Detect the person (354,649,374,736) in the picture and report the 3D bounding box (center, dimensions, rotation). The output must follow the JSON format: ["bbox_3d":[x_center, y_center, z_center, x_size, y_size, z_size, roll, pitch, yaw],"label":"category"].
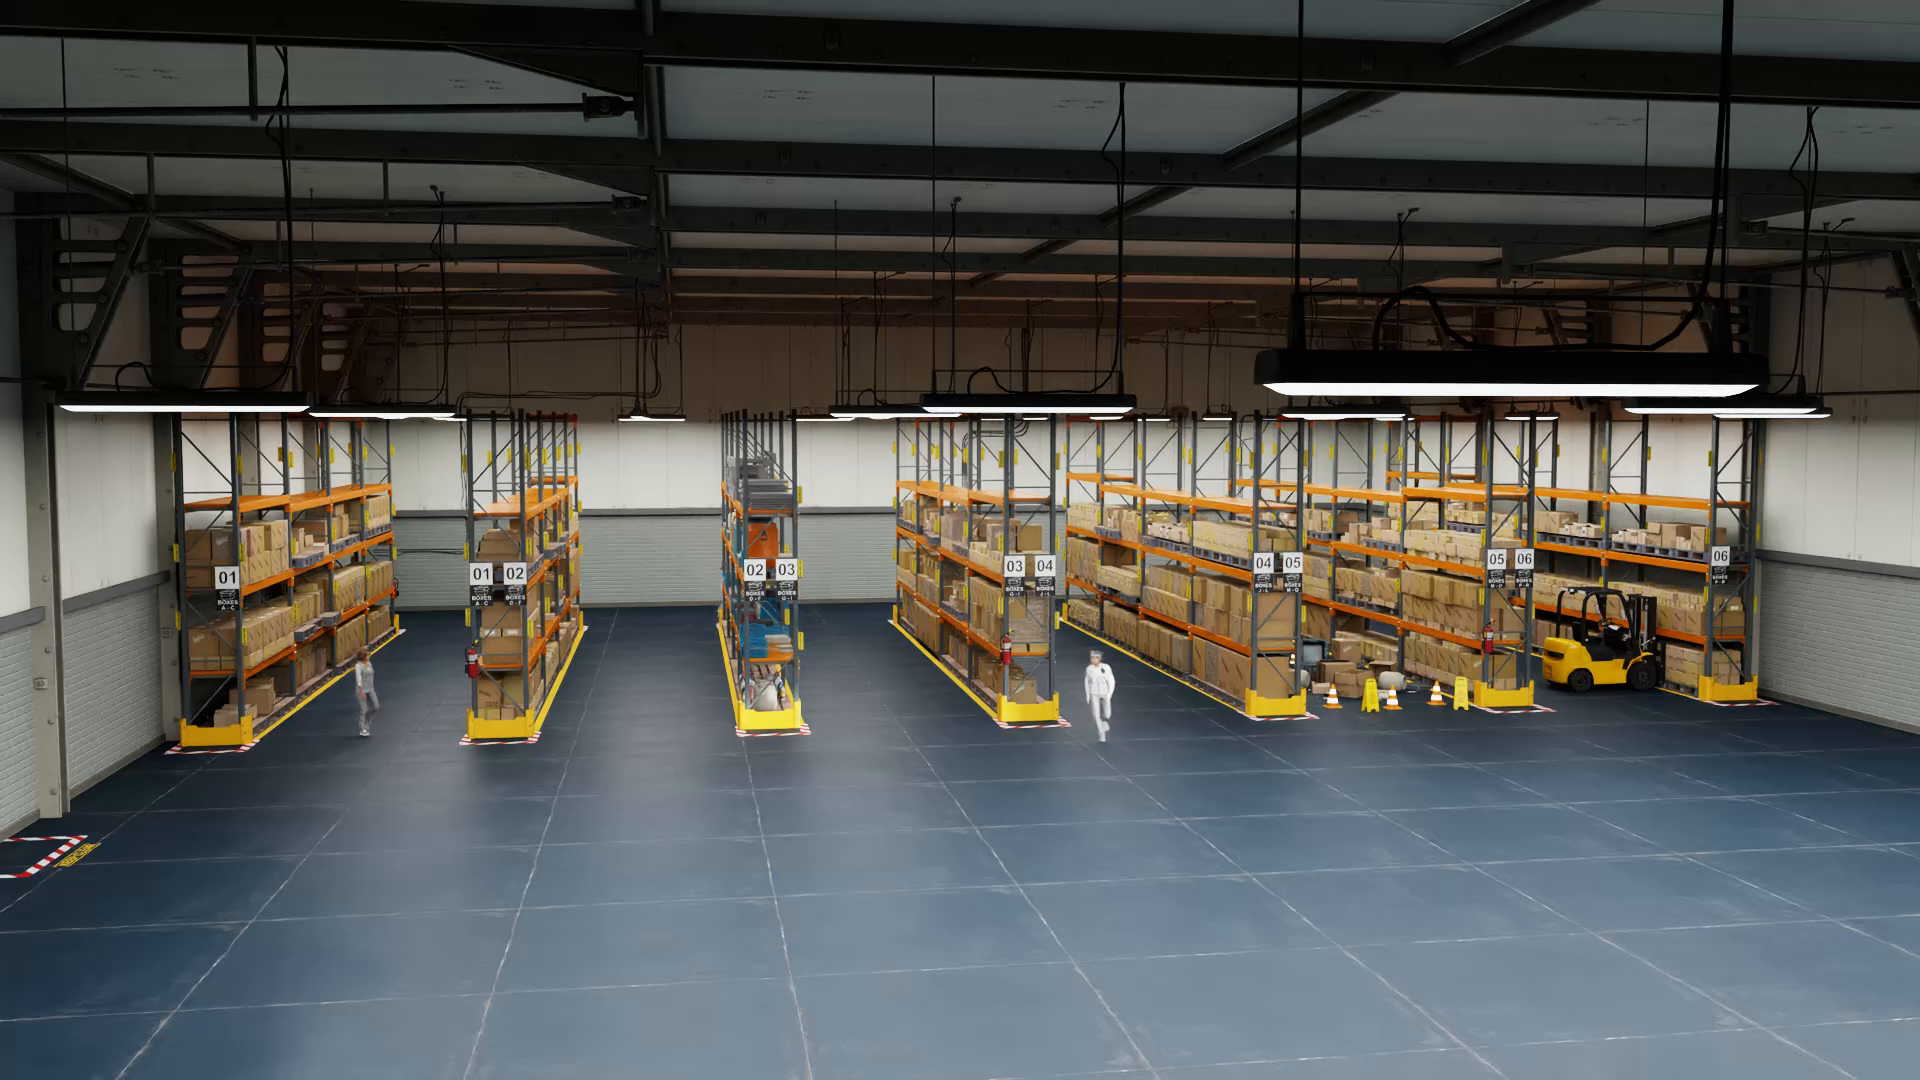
[{"bbox_3d":[-10.915,2.783,30.456,0.406,1.590,0.395,3,5,35],"label":"person"}]

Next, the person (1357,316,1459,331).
[{"bbox_3d":[13.252,-2.407,51.629,6.645,8.939,7.295,2,4,27],"label":"person"}]

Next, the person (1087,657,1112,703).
[{"bbox_3d":[2.525,2.495,30.066,0.472,0.969,0.364,1,4,12],"label":"person"}]

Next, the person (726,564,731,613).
[{"bbox_3d":[-6.821,1.458,48.998,0.414,1.669,0.471,-1,4,-8],"label":"person"}]
